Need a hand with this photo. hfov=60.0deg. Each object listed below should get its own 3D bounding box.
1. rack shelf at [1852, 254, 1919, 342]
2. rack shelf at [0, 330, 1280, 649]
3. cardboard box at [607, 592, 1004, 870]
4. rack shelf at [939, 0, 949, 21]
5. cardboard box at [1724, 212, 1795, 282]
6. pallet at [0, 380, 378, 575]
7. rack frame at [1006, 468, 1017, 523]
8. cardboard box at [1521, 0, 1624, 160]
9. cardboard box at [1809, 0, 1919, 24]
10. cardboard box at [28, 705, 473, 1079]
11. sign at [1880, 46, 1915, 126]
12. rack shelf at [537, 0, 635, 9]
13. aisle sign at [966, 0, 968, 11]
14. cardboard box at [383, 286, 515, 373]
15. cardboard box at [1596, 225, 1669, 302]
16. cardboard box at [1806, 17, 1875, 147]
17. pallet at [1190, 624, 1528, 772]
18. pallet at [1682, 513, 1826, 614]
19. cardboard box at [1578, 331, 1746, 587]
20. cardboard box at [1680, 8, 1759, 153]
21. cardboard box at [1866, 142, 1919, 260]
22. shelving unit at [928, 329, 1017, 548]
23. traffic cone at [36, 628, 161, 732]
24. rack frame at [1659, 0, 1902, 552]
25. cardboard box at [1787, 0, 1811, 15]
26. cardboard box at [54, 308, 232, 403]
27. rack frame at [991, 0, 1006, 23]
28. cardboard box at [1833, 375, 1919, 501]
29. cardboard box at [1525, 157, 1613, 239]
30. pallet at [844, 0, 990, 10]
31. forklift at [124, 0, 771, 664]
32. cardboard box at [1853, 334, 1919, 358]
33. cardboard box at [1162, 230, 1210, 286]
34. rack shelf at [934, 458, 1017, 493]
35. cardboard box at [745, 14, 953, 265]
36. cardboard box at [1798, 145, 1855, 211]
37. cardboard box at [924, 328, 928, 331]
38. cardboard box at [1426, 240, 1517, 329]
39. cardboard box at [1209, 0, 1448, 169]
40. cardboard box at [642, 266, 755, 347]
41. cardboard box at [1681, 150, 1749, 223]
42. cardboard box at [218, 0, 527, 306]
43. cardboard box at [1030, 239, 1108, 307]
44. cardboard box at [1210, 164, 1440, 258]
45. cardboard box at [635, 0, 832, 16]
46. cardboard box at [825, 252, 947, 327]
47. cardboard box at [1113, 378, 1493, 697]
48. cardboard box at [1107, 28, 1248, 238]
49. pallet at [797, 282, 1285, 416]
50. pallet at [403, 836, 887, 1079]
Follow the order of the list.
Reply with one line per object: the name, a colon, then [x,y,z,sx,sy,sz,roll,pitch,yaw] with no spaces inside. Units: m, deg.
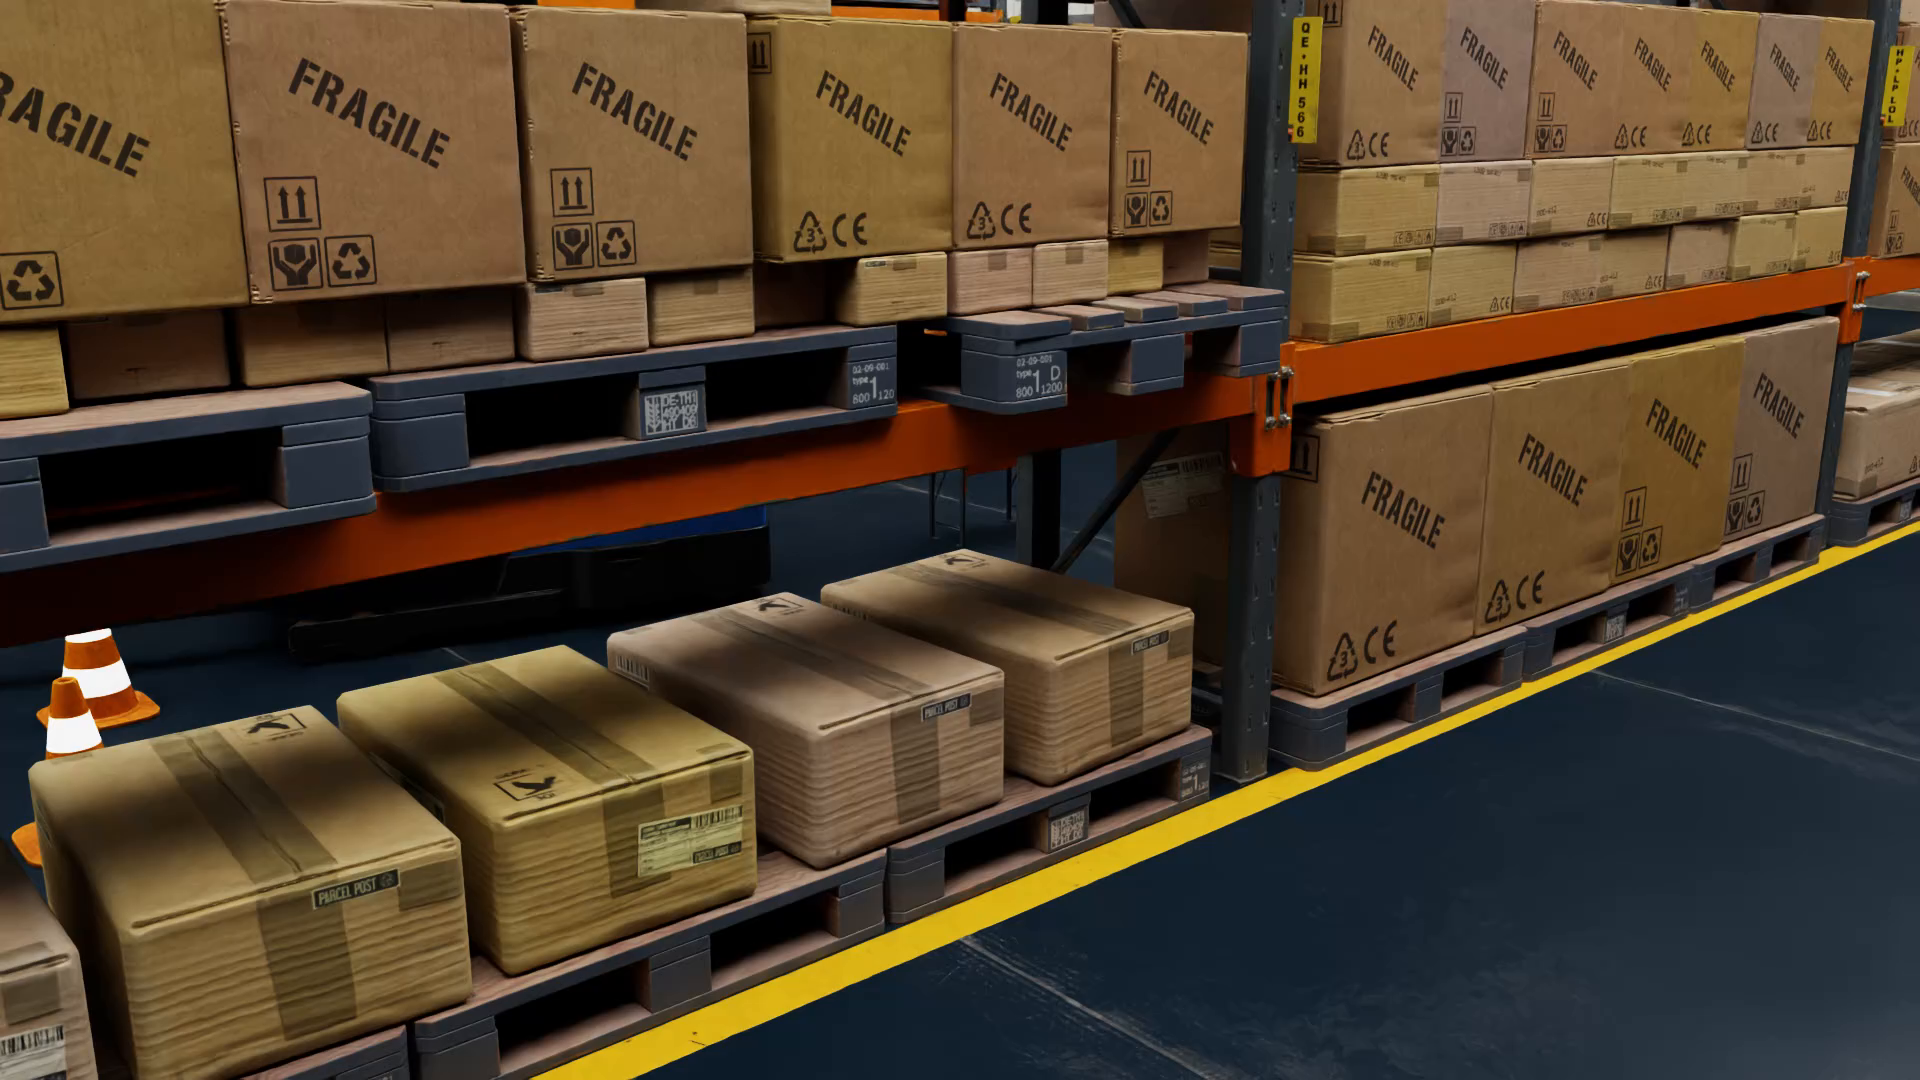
rack shelf: [5.086,-1.484,8.889,4.000,0.370,1.077,-13,19,-39]
rack shelf: [-0.950,-0.129,3.815,4.000,0.370,1.077,-13,19,-39]
cardboard box: [-0.425,0.471,4.451,0.625,0.372,0.950,-13,20,-40]
rack shelf: [-1.258,-3.203,9.509,4.000,0.370,1.077,-13,19,-39]
cardboard box: [3.019,-1.210,6.757,0.500,0.250,0.500,-13,20,-40]
pallet: [-1.786,-0.146,2.858,1.213,0.211,1.003,-13,19,-39]
rack frame: [0.309,-0.649,7.855,0.015,1.200,0.240,-13,19,-39]
cardboard box: [1.860,-1.553,5.622,0.500,0.500,0.500,-12,19,-38]
cardboard box: [3.985,-2.341,7.313,0.250,0.149,0.380,-13,20,-40]
cardboard box: [-1.524,0.717,3.532,0.625,0.372,0.950,-11,19,-36]
sign: [3.940,-1.910,6.999,0.005,0.325,0.100,-13,19,-39]
rack shelf: [-4.437,-4.185,13.188,4.000,0.370,1.077,-13,19,-39]
aisle sign: [-0.054,-5.427,17.216,0.004,0.787,0.394,-13,19,-39]
cardboard box: [-1.067,-0.432,3.228,0.250,0.149,0.380,-12,19,-39]
cardboard box: [2.239,-1.040,6.120,0.500,0.250,0.500,-13,19,-39]
cardboard box: [3.405,-1.900,6.920,0.500,0.500,0.500,-12,19,-38]
pallet: [1.203,0.413,5.796,1.213,0.211,1.003,-13,19,-39]
pallet: [3.044,-0.001,7.343,1.213,0.211,1.003,-13,19,-39]
cardboard box: [2.485,-0.394,6.718,0.875,0.875,0.875,-12,19,-38]
cardboard box: [2.624,-1.729,6.279,0.500,0.500,0.500,-12,19,-38]
cardboard box: [4.103,-1.570,7.622,0.500,0.500,0.500,-12,19,-38]
shelving unit: [0.125,-0.608,7.700,0.503,1.200,0.258,-13,19,-39]
traffic cone: [-2.880,0.361,5.501,0.334,0.463,0.336,-13,19,-39]
rack frame: [3.577,-1.493,7.528,0.127,3.000,1.000,-13,19,-39]
cardboard box: [3.870,-2.476,7.818,0.250,0.149,0.380,-12,19,-38]
cardboard box: [-1.476,-0.355,2.940,0.250,0.149,0.380,-11,19,-36]
rack frame: [0.089,-4.100,17.287,0.127,3.000,1.000,-13,19,-39]
cardboard box: [4.121,-0.544,8.124,0.875,0.438,0.875,-13,20,-40]
cardboard box: [1.878,-1.192,5.721,0.500,0.250,0.500,-13,20,-40]
pallet: [-0.464,-5.379,16.434,1.213,0.211,1.003,-13,19,-39]
forklift: [-2.334,-1.120,6.262,3.031,2.935,1.130,-7,17,-25]
cardboard box: [5.477,-0.848,9.263,0.875,0.438,0.875,-12,19,-38]
cardboard box: [0.466,-0.796,4.590,0.250,0.149,0.380,-12,19,-37]
rack shelf: [0.125,-0.351,7.769,0.480,0.148,0.258,-13,19,-39]
cardboard box: [-0.364,-0.904,3.738,0.500,0.500,0.500,-14,21,-43]
cardboard box: [3.404,-1.540,7.026,0.500,0.250,0.500,-13,20,-39]
cardboard box: [-0.529,-1.174,10.362,0.500,0.500,0.500,-13,20,-41]
cardboard box: [1.469,-0.868,5.476,0.500,0.250,0.500,-13,20,-41]
cardboard box: [1.092,-1.383,4.984,0.500,0.500,0.500,-14,20,-41]
cardboard box: [-0.650,-0.518,3.549,0.250,0.149,0.380,-13,20,-41]
cardboard box: [2.645,-1.365,6.371,0.500,0.250,0.500,-12,19,-38]
cardboard box: [-1.157,-0.723,3.059,0.500,0.500,0.500,-13,20,-40]
cardboard box: [0.151,-0.685,4.175,0.250,0.149,0.380,-13,20,-40]
cardboard box: [1.104,-1.022,5.087,0.500,0.250,0.500,-13,20,-40]
cardboard box: [-0.490,-1.192,3.559,0.250,0.149,0.380,-14,20,-42]
cardboard box: [-0.243,-0.594,3.836,0.250,0.149,0.380,-12,19,-38]
cardboard box: [1.135,-0.093,5.589,0.875,0.875,0.875,-13,20,-40]
cardboard box: [0.399,-1.079,4.395,0.500,0.500,0.500,-13,20,-41]
pallet: [0.092,-0.581,4.486,1.003,0.211,1.213,-13,19,-39]
pallet: [-0.951,0.869,4.087,1.213,0.211,1.003,-13,19,-39]
